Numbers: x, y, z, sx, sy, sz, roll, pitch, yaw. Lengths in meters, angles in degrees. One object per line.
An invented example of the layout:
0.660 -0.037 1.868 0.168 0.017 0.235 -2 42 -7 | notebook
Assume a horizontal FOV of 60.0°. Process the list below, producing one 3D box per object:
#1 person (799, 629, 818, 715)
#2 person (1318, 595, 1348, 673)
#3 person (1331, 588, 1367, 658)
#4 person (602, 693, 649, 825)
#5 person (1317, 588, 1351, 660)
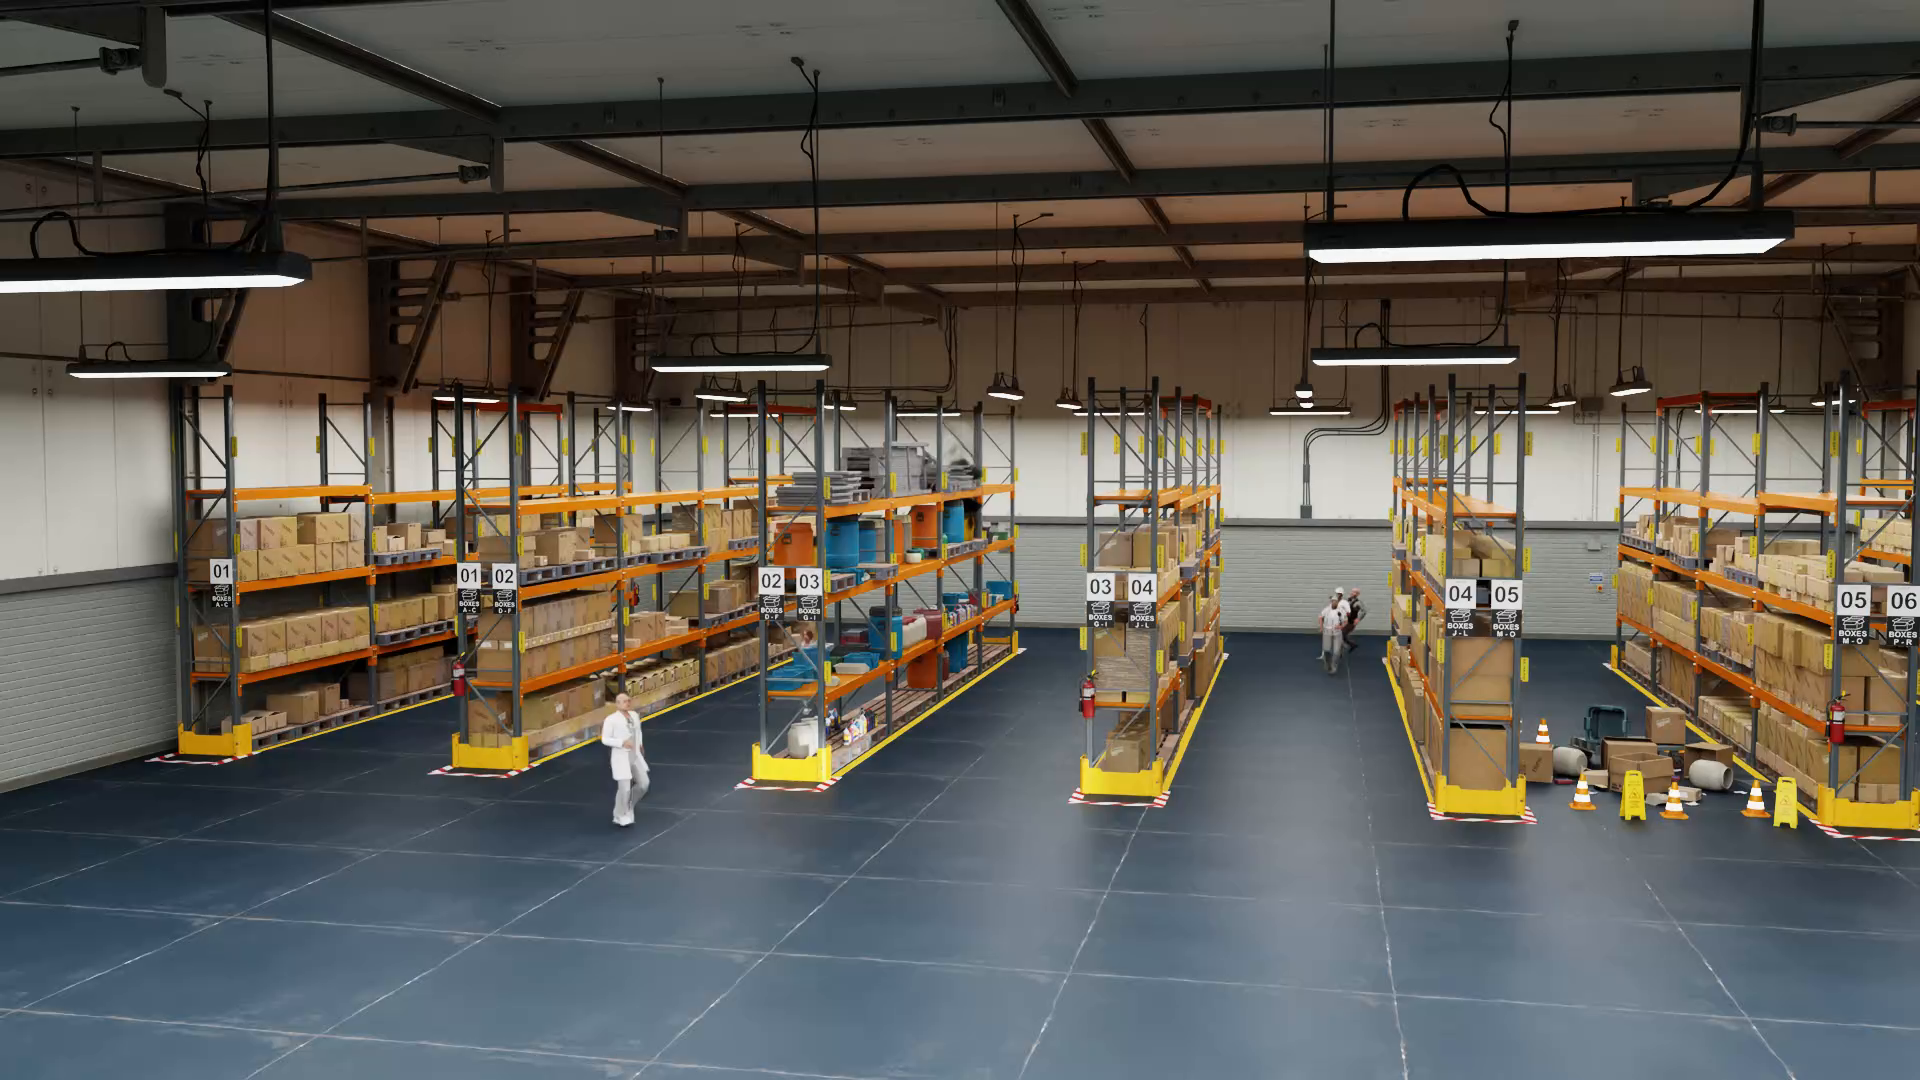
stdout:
-2.790 2.470 31.351 0.555 1.602 0.659 1 3 21 | person
8.231 2.075 36.705 0.657 1.743 0.608 1 3 15 | person
9.200 1.969 39.377 0.791 1.659 0.722 -1 3 -17 | person
-4.355 2.896 21.911 0.639 1.741 0.697 3 4 44 | person
8.859 1.973 39.035 0.779 1.701 0.746 -2 4 -33 | person
